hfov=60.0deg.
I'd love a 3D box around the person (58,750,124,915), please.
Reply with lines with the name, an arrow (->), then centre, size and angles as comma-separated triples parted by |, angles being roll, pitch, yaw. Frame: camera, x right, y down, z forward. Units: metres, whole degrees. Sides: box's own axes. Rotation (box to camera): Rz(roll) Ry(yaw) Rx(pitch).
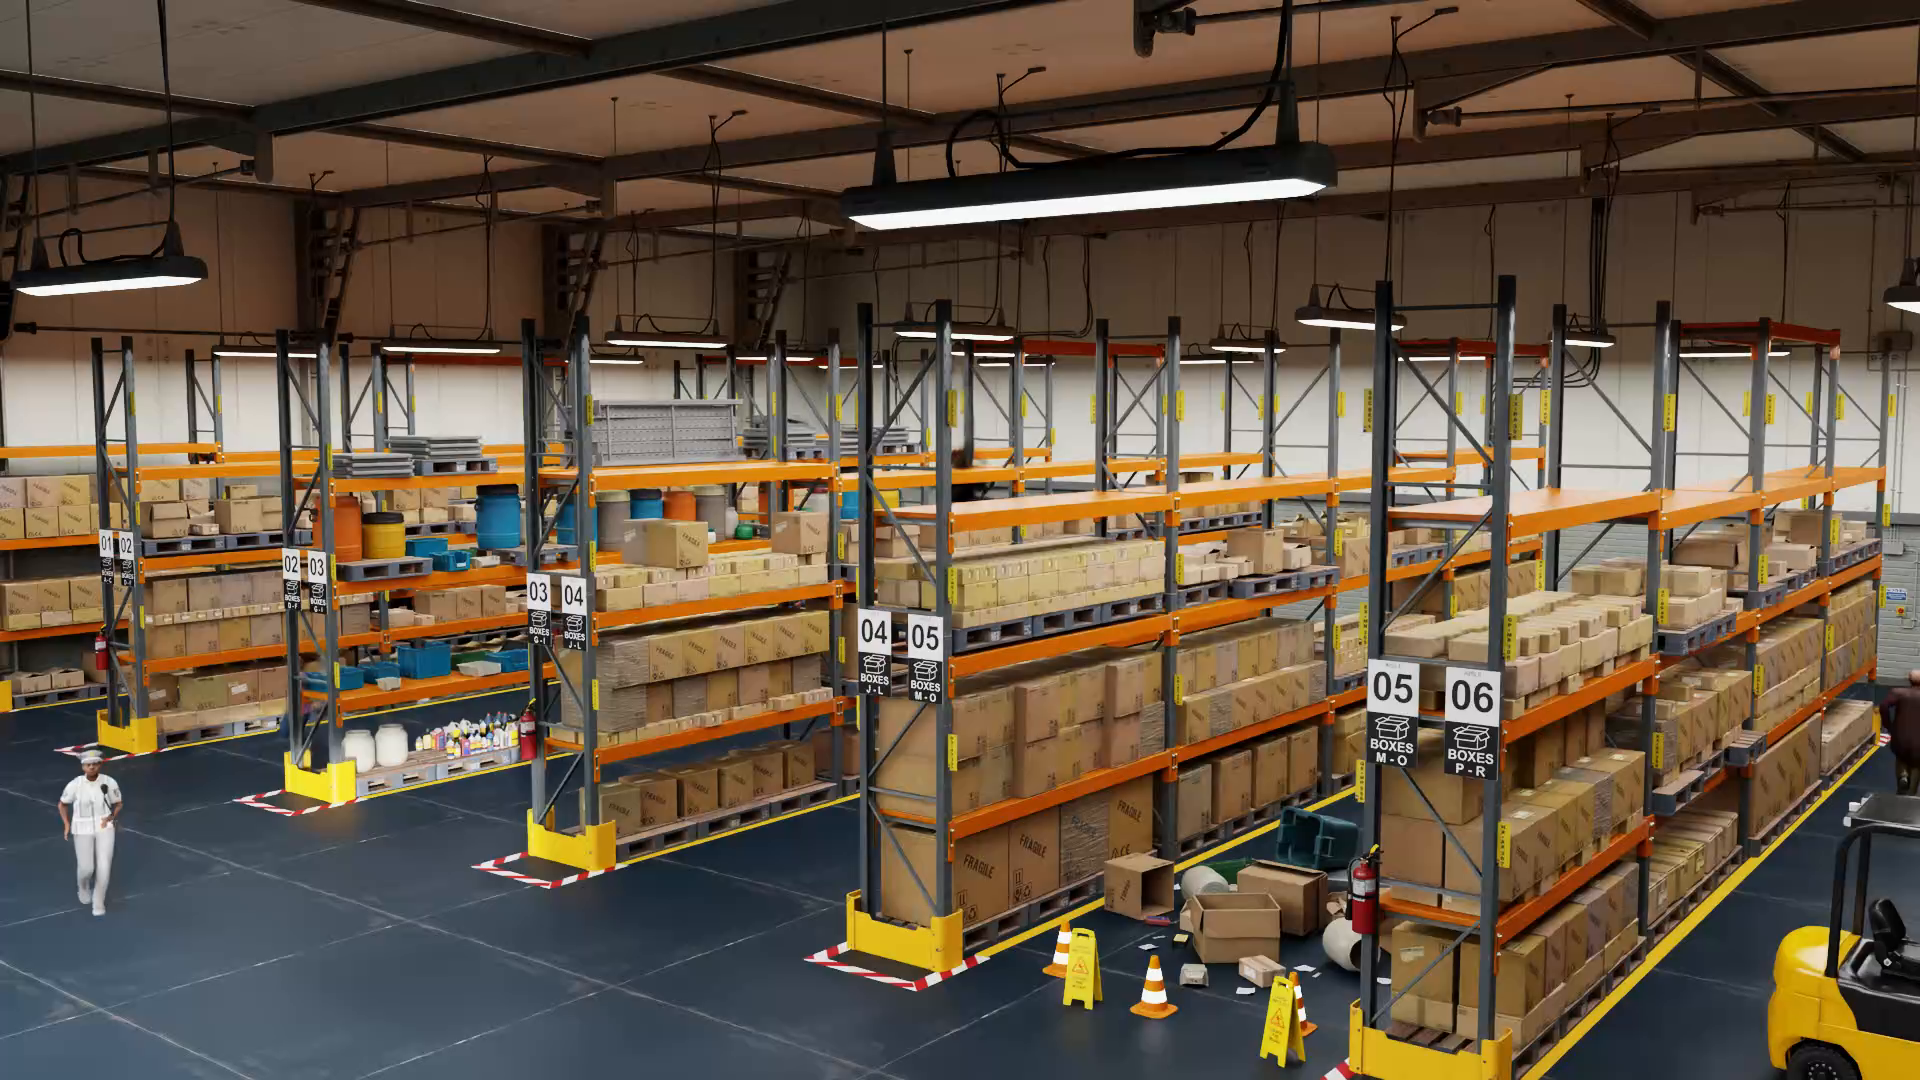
person -> -8.606, 2.906, 16.508 | 0.568, 1.661, 0.550 | -3, 6, -31

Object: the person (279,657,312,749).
person -> -9.188, 2.379, 23.018 | 0.585, 1.559, 0.500 | 2, 6, 26

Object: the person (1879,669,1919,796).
person -> 11.996, 2.479, 20.964 | 0.707, 1.740, 0.566 | 4, 6, 36
